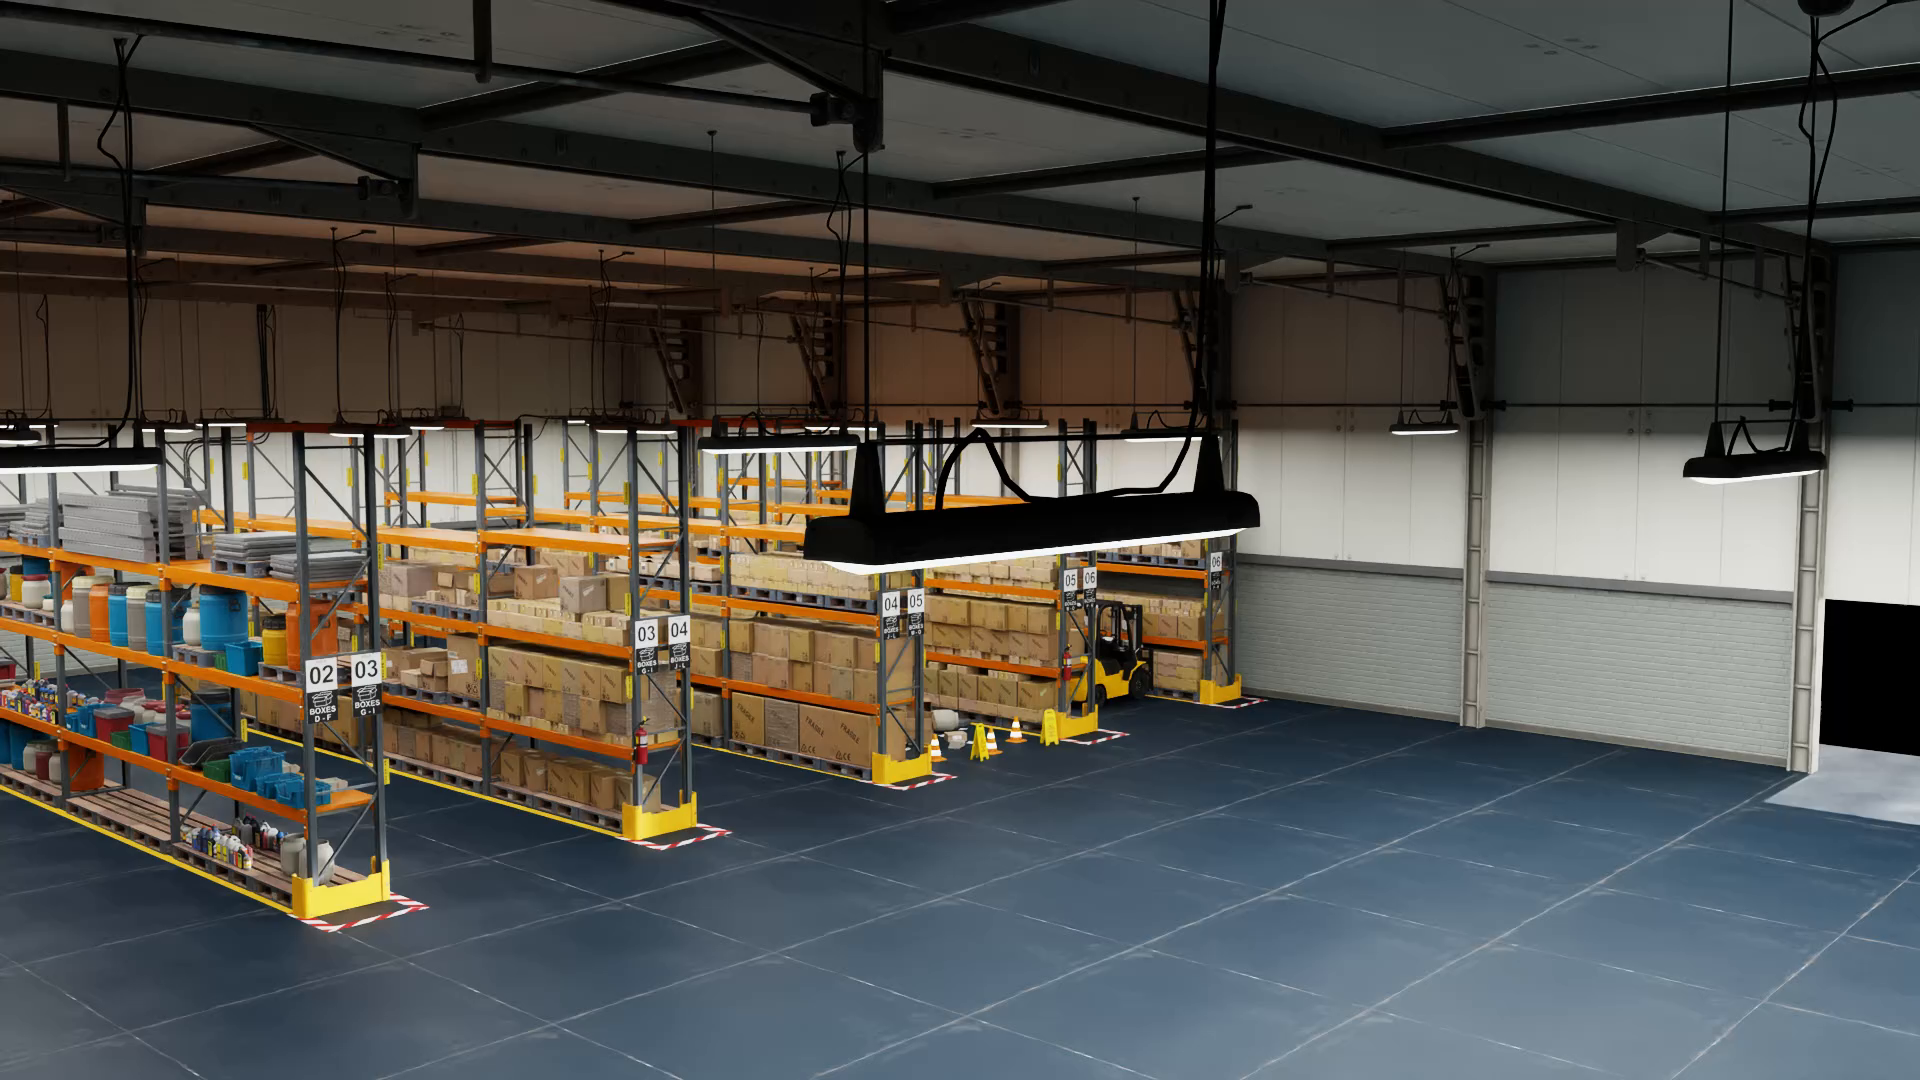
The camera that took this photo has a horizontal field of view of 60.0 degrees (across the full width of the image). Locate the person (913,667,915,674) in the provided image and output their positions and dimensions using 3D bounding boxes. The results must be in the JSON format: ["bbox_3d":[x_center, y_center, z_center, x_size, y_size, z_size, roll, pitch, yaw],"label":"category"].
[{"bbox_3d":[-1.077,2.491,37.162,0.595,1.717,0.480,4,6,38],"label":"person"}]
